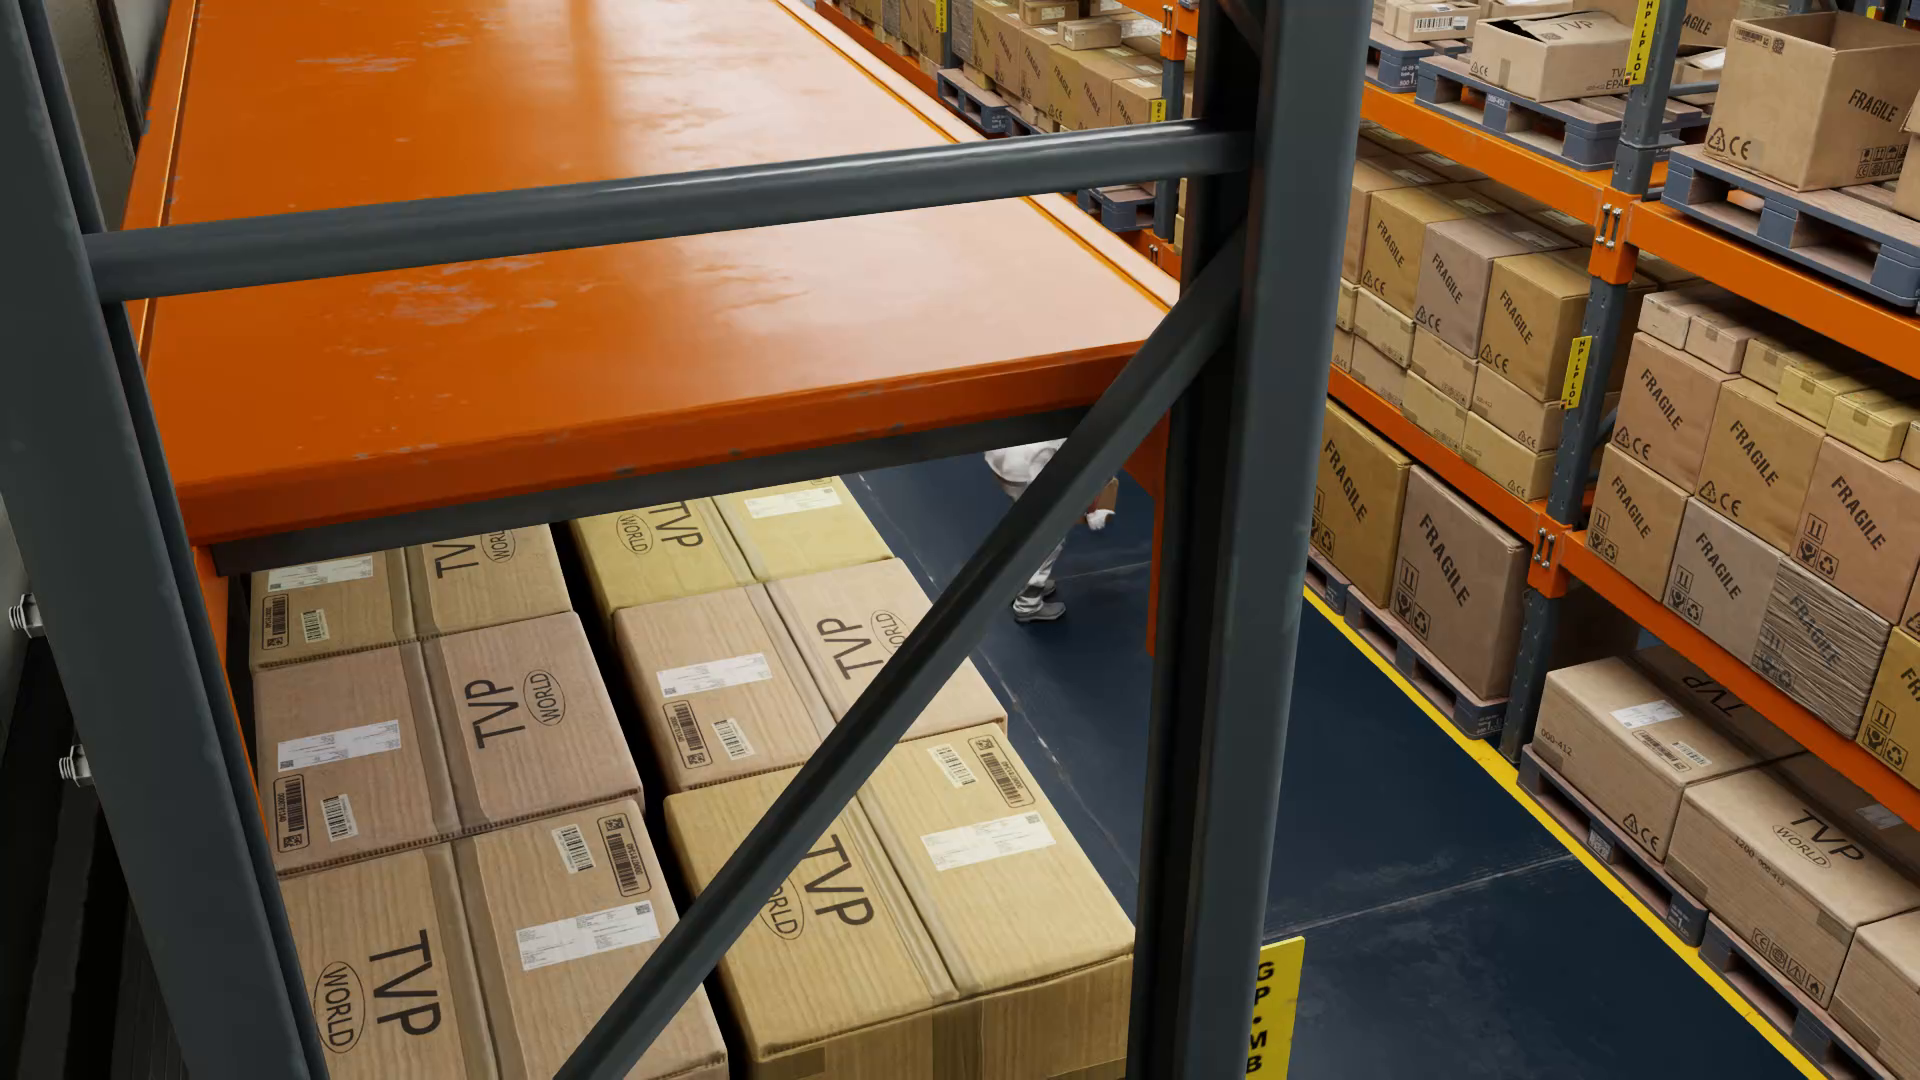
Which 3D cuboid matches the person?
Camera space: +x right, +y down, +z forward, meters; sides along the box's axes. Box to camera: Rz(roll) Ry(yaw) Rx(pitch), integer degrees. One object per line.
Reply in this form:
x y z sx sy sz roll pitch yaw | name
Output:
0.574 -0.280 8.987 0.886 1.401 0.485 -11 31 -19 | person
